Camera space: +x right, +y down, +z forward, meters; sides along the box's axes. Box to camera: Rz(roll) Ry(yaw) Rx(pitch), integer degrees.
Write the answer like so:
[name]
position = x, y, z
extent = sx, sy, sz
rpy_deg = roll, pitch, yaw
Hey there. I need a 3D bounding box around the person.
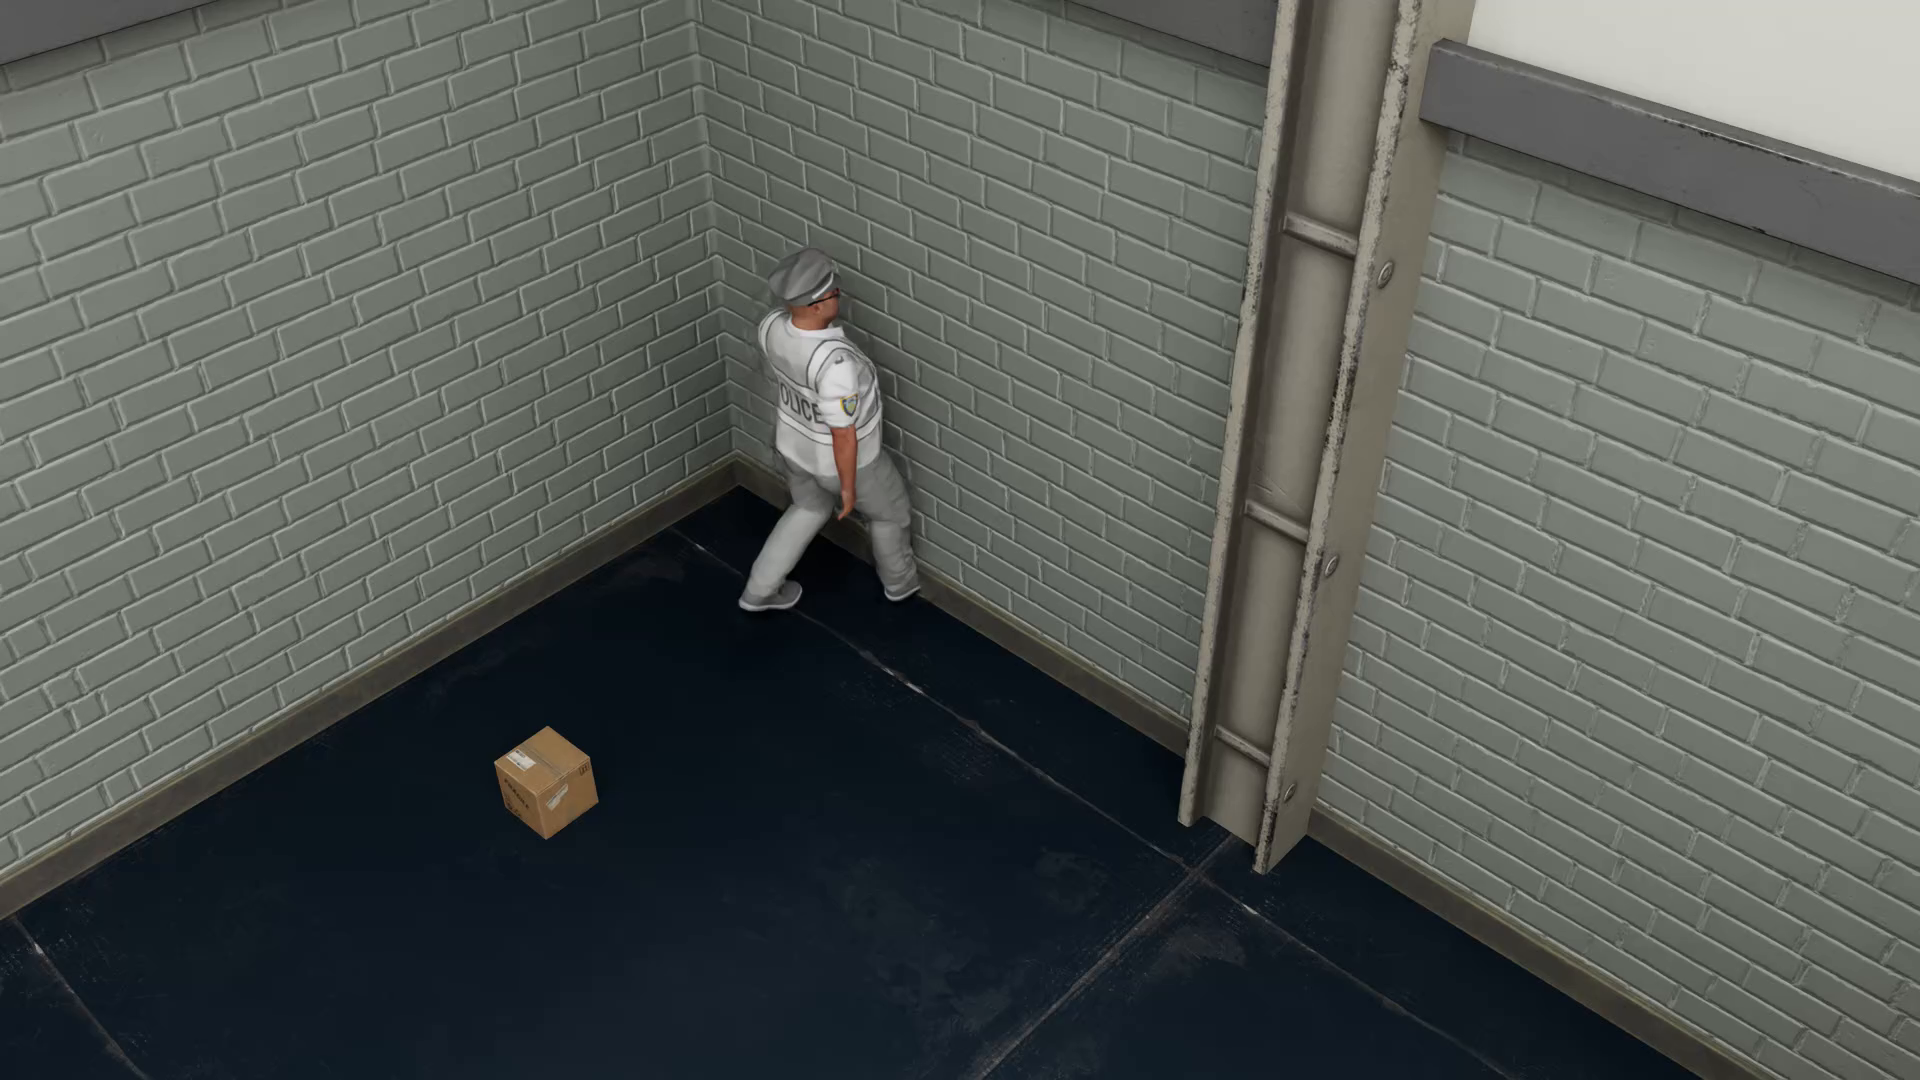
[person]
position = -0.487, -0.409, 6.621
extent = 0.533, 1.730, 0.908
rpy_deg = 32, 49, 33
